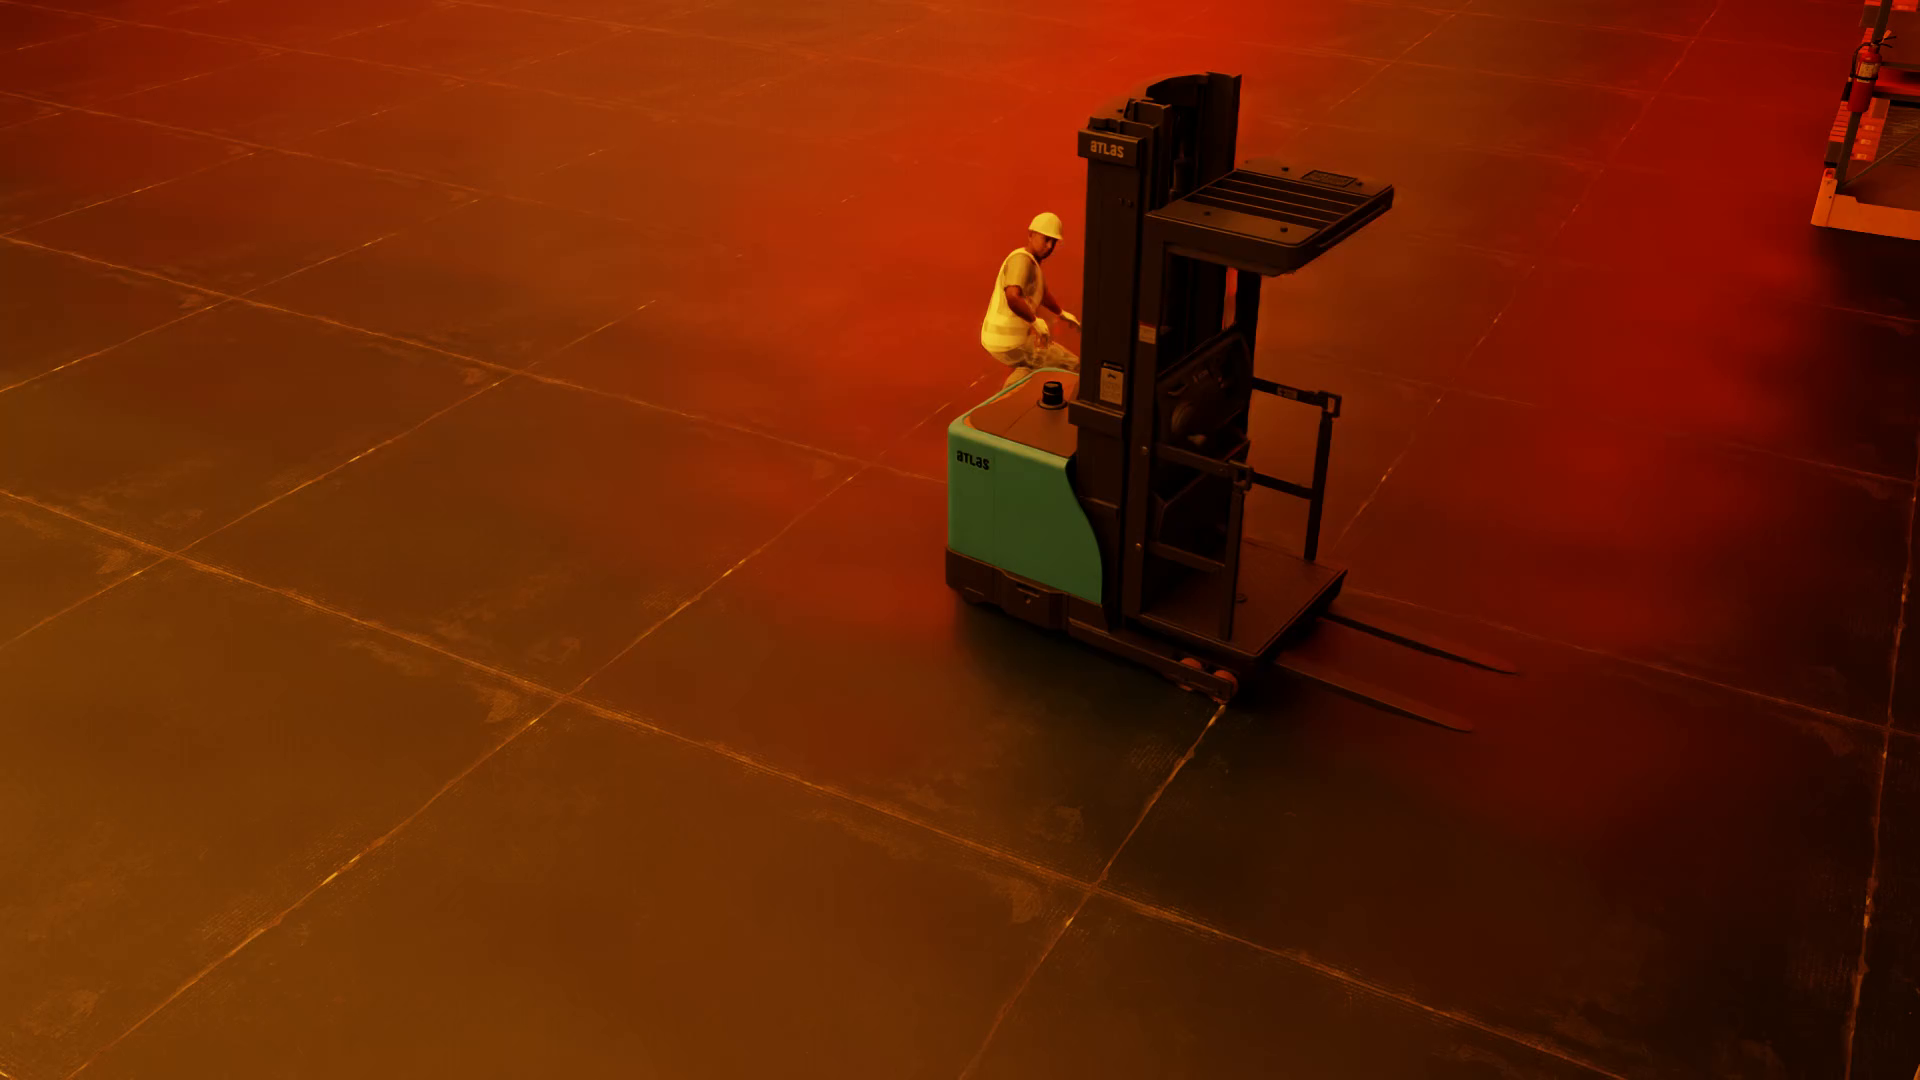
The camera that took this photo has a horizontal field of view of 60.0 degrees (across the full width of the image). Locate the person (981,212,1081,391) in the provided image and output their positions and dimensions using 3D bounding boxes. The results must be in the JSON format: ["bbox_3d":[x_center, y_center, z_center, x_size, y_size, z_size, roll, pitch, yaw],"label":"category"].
[{"bbox_3d":[0.500,-1.386,10.953,0.731,1.545,0.894,-3,30,-4],"label":"person"}]

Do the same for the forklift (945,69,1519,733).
[{"bbox_3d":[1.411,-0.733,8.340,3.031,2.935,1.130,20,35,30],"label":"forklift"}]
